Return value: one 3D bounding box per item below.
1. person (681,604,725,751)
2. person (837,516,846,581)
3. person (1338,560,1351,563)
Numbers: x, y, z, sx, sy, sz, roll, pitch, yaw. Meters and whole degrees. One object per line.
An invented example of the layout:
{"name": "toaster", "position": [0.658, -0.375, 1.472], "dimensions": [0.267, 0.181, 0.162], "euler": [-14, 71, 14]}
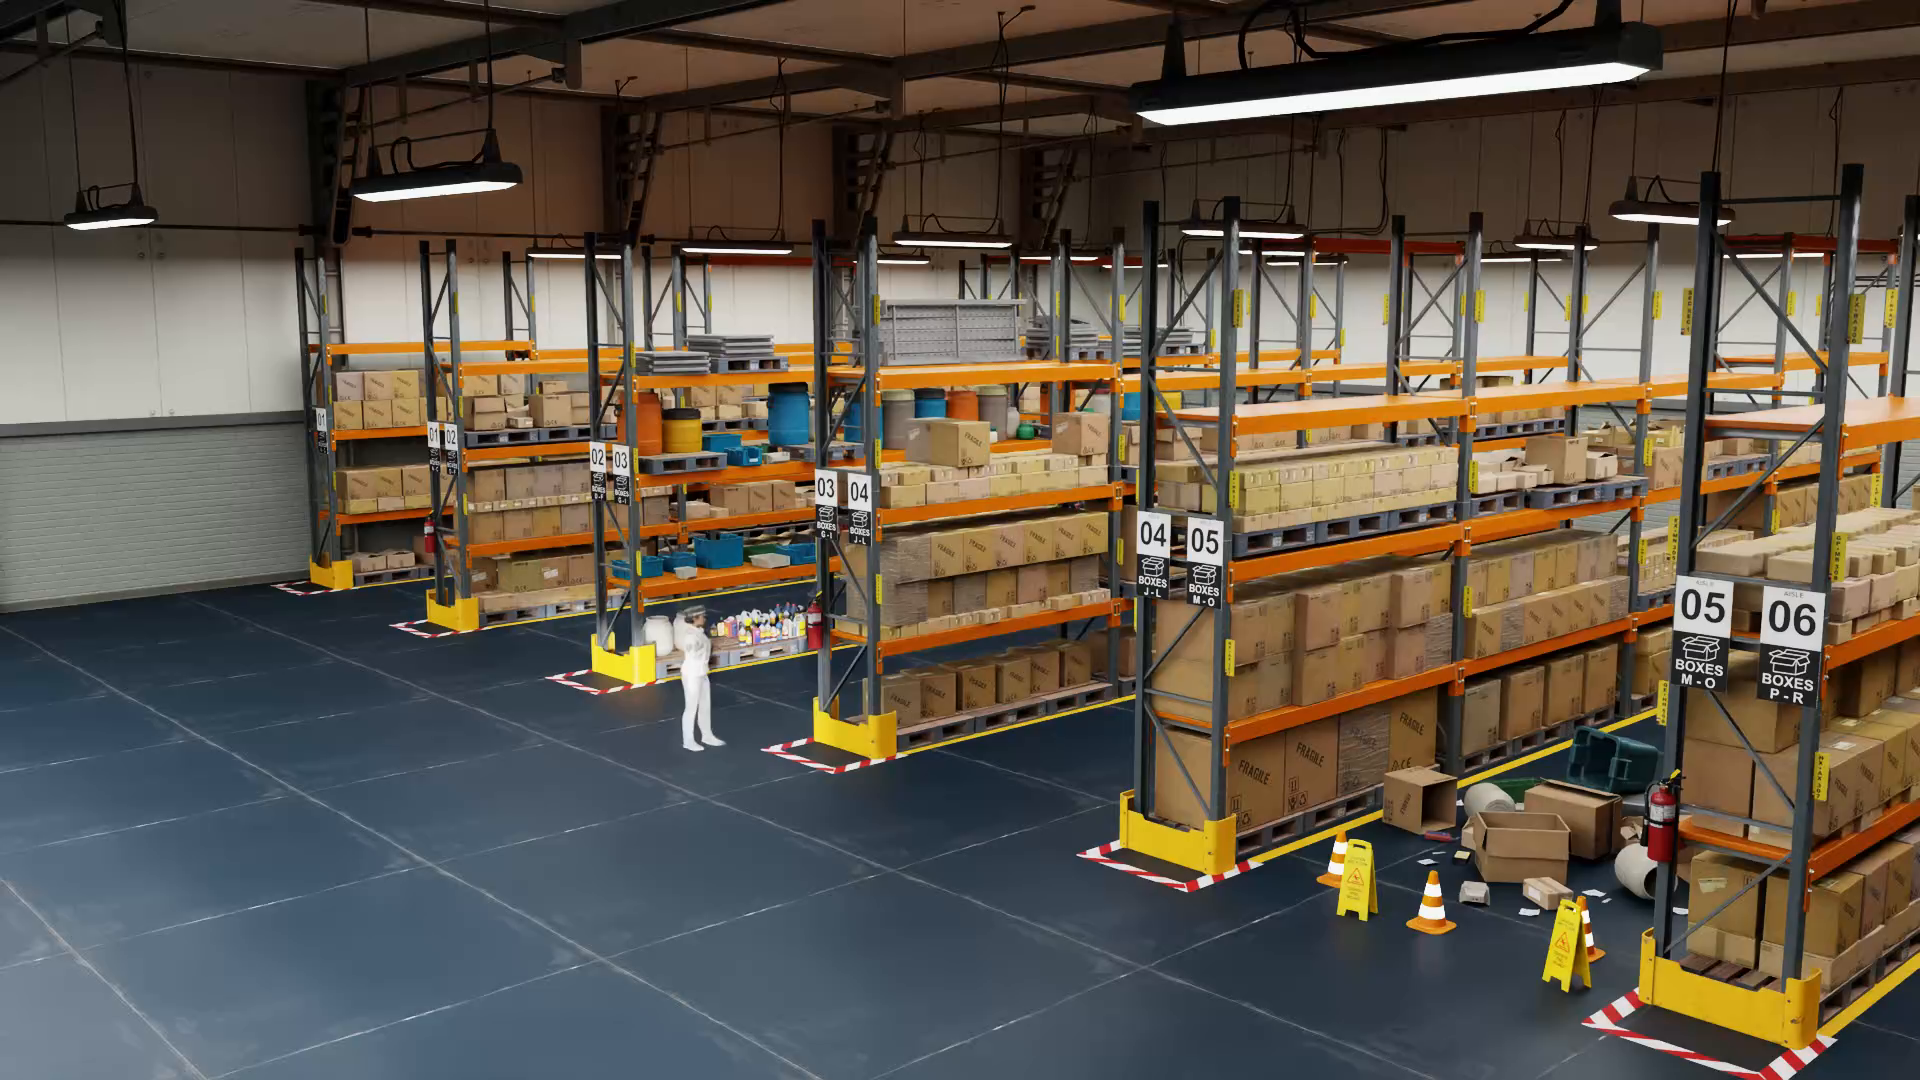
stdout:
{"name": "person", "position": [-2.969, 1.577, 19.019], "dimensions": [0.435, 1.702, 0.548], "euler": [1, 8, 7]}
{"name": "person", "position": [-2.166, -0.063, 28.458], "dimensions": [0.595, 1.599, 0.568], "euler": [-2, 9, -15]}
{"name": "person", "position": [5.100, 1.106, 21.804], "dimensions": [0.360, 1.826, 0.550], "euler": [1, 8, 7]}
